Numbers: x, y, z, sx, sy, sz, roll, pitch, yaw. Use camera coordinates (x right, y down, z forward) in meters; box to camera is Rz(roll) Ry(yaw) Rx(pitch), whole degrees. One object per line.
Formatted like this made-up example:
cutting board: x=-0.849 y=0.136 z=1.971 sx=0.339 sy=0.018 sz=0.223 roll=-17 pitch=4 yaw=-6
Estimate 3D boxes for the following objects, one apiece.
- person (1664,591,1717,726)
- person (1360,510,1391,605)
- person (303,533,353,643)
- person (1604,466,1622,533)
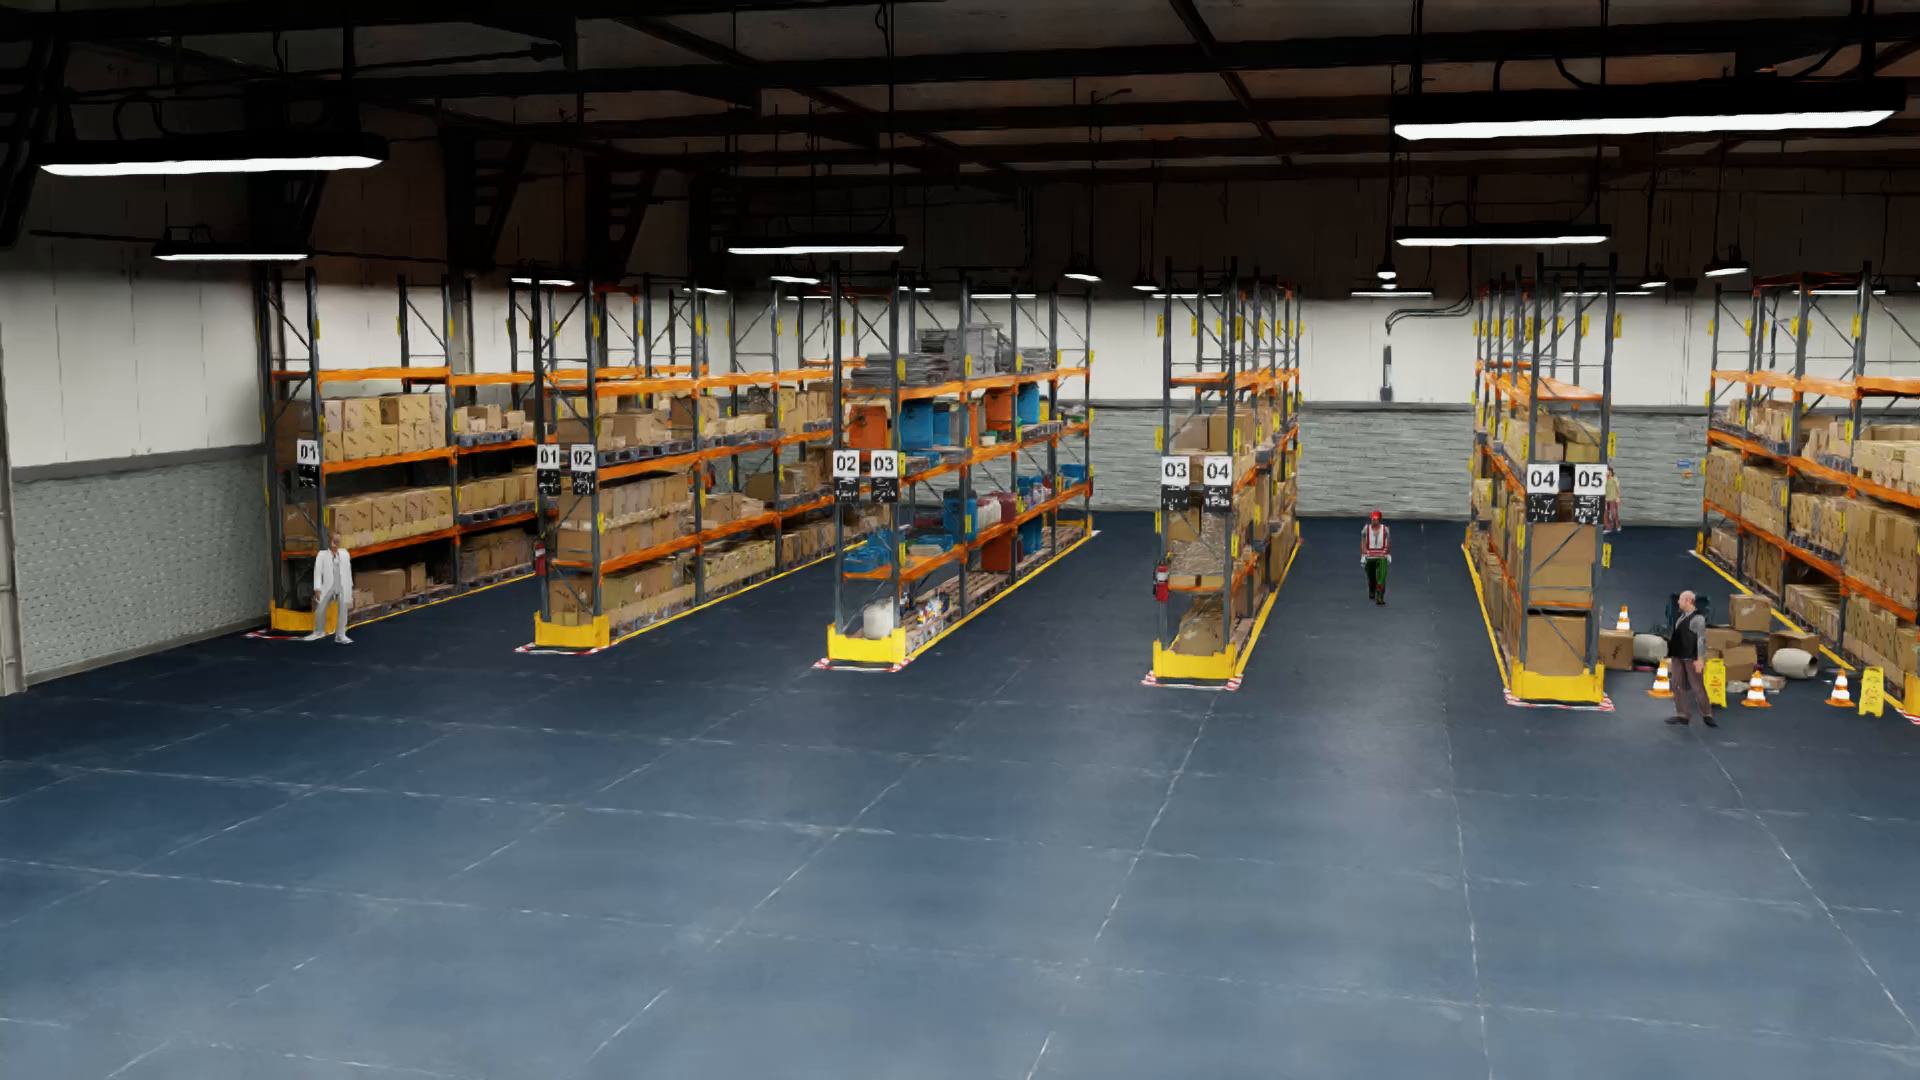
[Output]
person: x=9.298 y=1.495 z=21.098 sx=0.536 sy=1.713 sz=0.628 roll=-2 pitch=7 yaw=-12
person: x=7.590 y=0.290 z=30.390 sx=0.553 sy=1.709 sz=1.123 roll=2 pitch=8 yaw=17
person: x=-10.084 y=0.770 z=26.512 sx=0.790 sy=1.771 sz=0.529 roll=-4 pitch=8 yaw=-26
person: x=16.029 y=-1.000 z=40.884 sx=0.536 sy=1.659 sz=0.506 roll=-6 pitch=9 yaw=-39
